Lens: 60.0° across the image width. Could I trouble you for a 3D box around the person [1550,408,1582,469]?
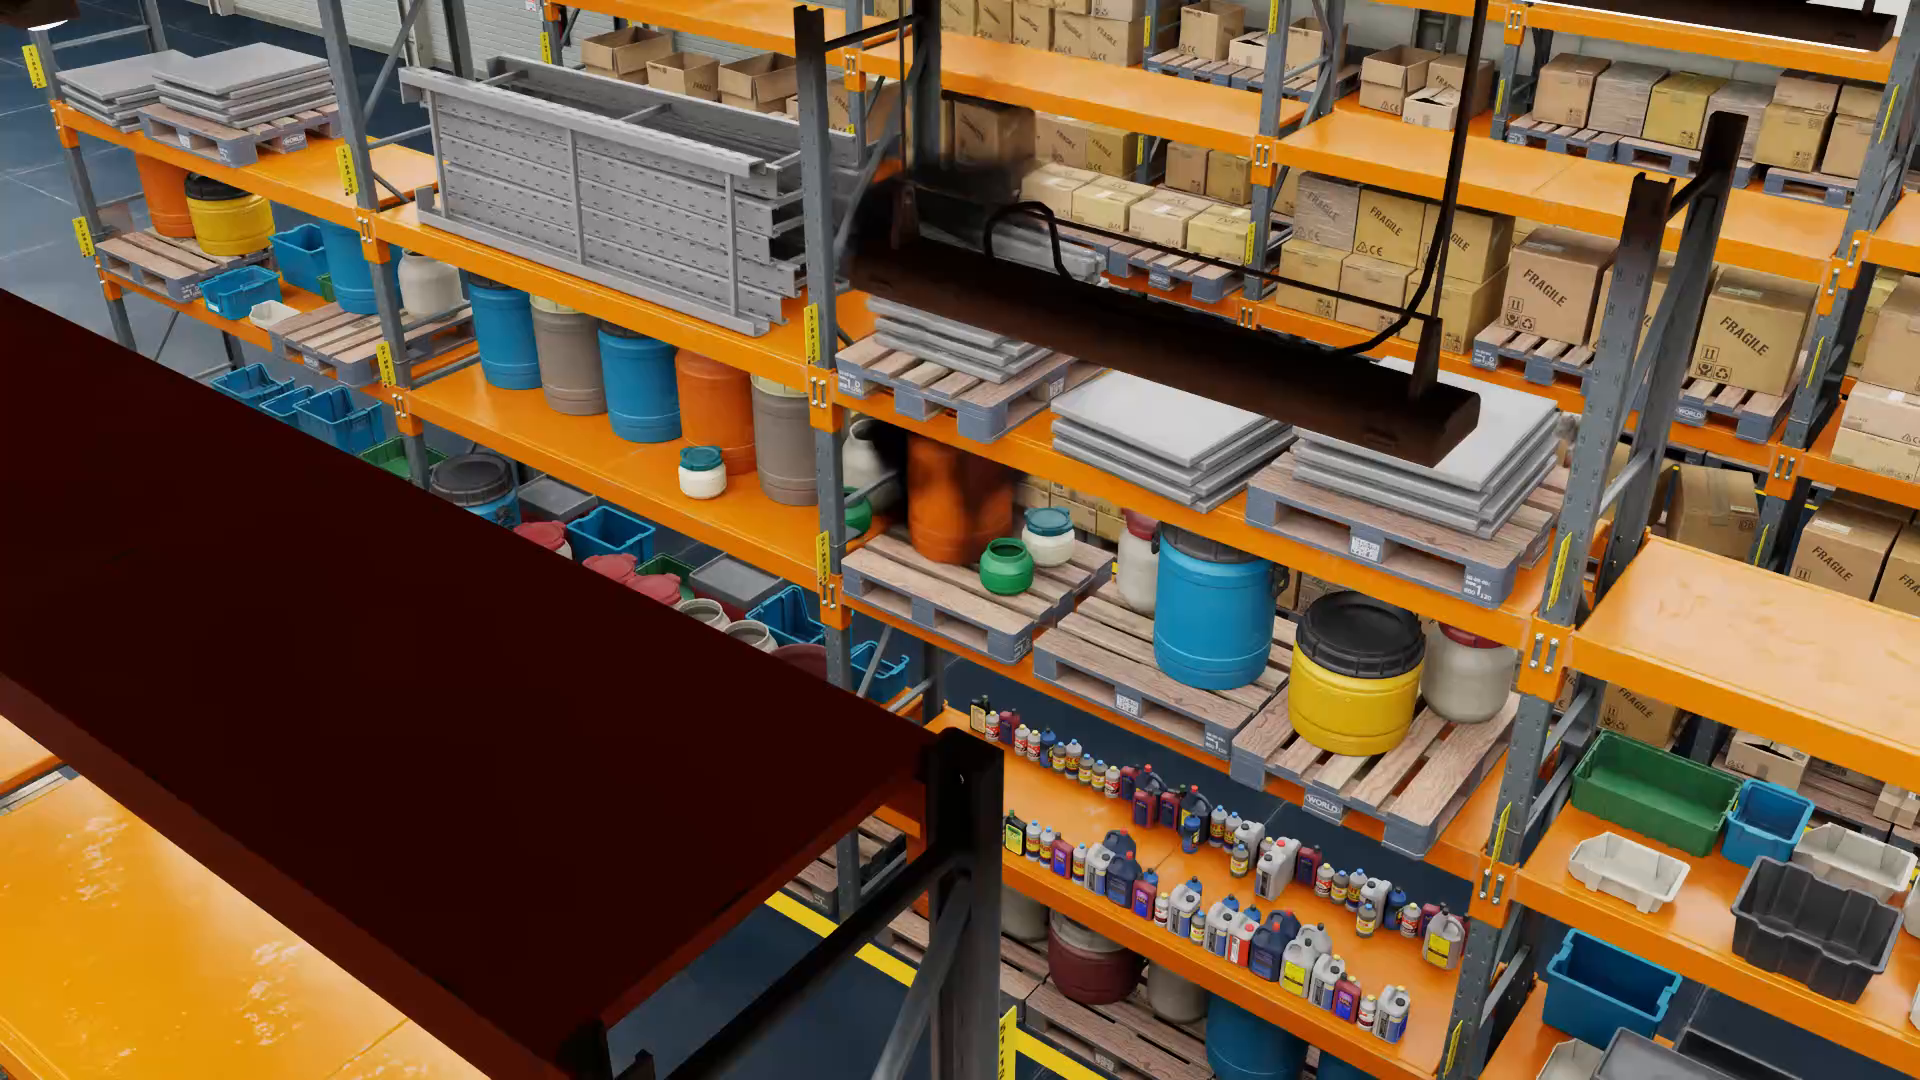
[{"bbox_3d":[5.367,-0.727,14.784,0.812,1.837,0.642,16,35,25],"label":"person"}]
